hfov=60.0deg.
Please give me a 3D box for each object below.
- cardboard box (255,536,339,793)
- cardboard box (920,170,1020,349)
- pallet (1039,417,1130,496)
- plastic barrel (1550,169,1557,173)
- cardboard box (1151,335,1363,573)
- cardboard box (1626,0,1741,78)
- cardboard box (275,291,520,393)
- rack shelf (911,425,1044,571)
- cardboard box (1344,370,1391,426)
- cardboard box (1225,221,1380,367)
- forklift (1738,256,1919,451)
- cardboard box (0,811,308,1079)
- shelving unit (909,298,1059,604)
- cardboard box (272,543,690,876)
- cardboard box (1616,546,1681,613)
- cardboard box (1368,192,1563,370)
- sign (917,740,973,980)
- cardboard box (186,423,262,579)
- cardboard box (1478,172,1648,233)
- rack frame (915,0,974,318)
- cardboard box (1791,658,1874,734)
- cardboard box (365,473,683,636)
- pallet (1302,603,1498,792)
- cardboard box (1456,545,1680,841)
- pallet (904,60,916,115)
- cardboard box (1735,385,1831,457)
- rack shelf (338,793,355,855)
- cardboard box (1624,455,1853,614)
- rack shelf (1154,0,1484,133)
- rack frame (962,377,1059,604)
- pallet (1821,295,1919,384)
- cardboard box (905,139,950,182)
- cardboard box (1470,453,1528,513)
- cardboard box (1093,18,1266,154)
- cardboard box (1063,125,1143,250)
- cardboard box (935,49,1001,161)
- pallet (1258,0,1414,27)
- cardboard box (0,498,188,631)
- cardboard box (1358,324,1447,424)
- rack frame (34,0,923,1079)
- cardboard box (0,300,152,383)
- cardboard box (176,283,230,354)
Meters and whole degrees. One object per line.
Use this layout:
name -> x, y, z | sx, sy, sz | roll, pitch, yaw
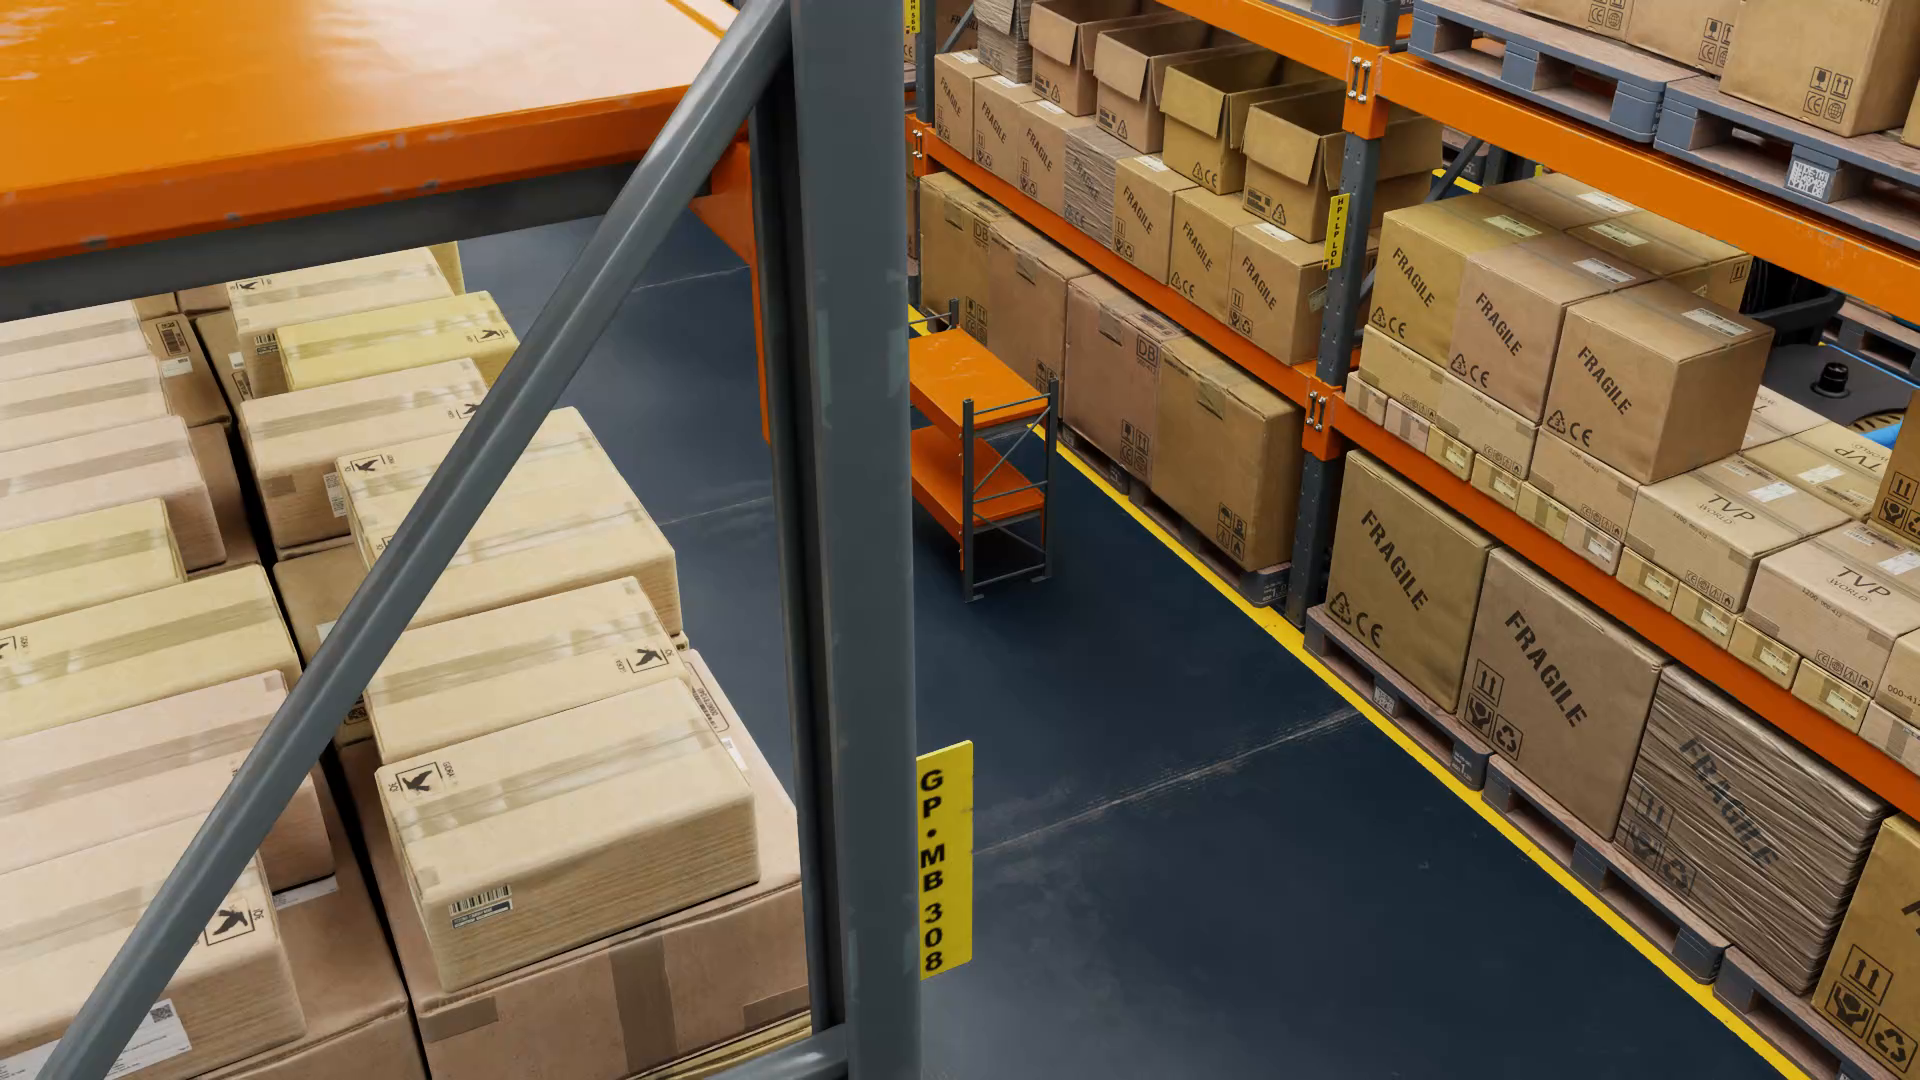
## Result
cardboard box -> -0.988, 0.154, 3.087 | 0.500, 0.250, 0.500 | -17, 36, -25
cardboard box -> 0.497, -1.837, 10.417 | 1.225, 0.875, 0.875 | -18, 37, -25
pallet -> 1.059, -0.739, 9.707 | 1.003, 0.211, 1.213 | -16, 36, -23
plastic barrel -> 4.818, -3.169, 12.538 | 0.600, 0.830, 0.708 | -16, 36, -23
cardboard box -> 1.742, -0.563, 8.428 | 1.225, 0.875, 0.875 | -16, 36, -23
cardboard box -> 2.723, -1.888, 5.562 | 0.700, 0.500, 0.500 | -14, 35, -21
cardboard box -> -0.991, -0.299, 2.961 | 0.380, 0.149, 0.250 | -15, 35, -22
rack shelf -> 0.003, -0.265, 8.573 | 0.538, 0.278, 1.000 | -16, 36, -23
cardboard box -> 1.902, -0.650, 7.217 | 0.380, 0.149, 0.250 | -16, 36, -23
cardboard box -> 1.599, -1.177, 7.714 | 0.500, 0.500, 0.500 | -16, 36, -23
forklift -> 3.607, -1.552, 8.456 | 1.130, 2.935, 3.031 | -14, 35, -21
cardboard box -> -0.927, 0.465, 1.769 | 0.380, 0.149, 0.250 | -16, 36, -24
shelving unit -> 0.003, -0.470, 8.442 | 0.538, 1.125, 1.048 | -16, 36, -23
cardboard box -> -0.731, 0.194, 2.562 | 0.500, 0.250, 0.500 | -16, 36, -24
cardboard box -> 2.630, 0.094, 6.056 | 0.380, 0.149, 0.250 | -17, 36, -24
cardboard box -> 2.056, -1.065, 6.800 | 0.500, 0.500, 0.500 | -16, 36, -23
sign -> -0.032, 0.360, 1.816 | 0.100, 0.325, 0.005 | -16, 36, -23
cardboard box -> -1.427, 0.073, 2.751 | 0.500, 0.250, 0.500 | -15, 36, -22
cardboard box -> 2.509, -1.206, 7.020 | 0.500, 0.500, 0.500 | -15, 36, -22
rack frame -> 0.193, -2.889, 10.479 | 1.000, 3.000, 0.127 | -16, 36, -23
cardboard box -> 2.989, 0.460, 5.484 | 0.380, 0.149, 0.250 | -17, 36, -24
cardboard box -> -0.626, 0.064, 2.395 | 0.380, 0.149, 0.250 | -16, 36, -23
pallet -> 2.344, 0.576, 7.655 | 1.003, 0.211, 1.213 | -16, 36, -23
cardboard box -> 2.715, 0.502, 6.766 | 0.875, 0.875, 0.875 | -16, 36, -23
pallet -> -0.233, -3.122, 11.020 | 1.213, 0.211, 1.003 | -16, 36, -23
cardboard box -> 2.978, -0.408, 6.469 | 0.500, 0.250, 0.500 | -15, 36, -22
rack shelf -> -1.444, 0.213, 3.523 | 1.077, 0.370, 4.000 | -16, 36, -23
cardboard box -> 2.743, -0.031, 5.881 | 0.500, 0.250, 0.500 | -16, 36, -23
rack shelf -> 1.126, -2.895, 8.374 | 1.077, 0.370, 4.000 | -16, 36, -23
rack frame -> 0.240, -0.228, 8.063 | 0.500, 1.125, 0.032 | -16, 36, -23
pallet -> 6.117, -1.431, 10.788 | 1.003, 0.211, 1.213 | -16, 36, -23
cardboard box -> -0.146, -2.650, 11.320 | 0.500, 0.250, 0.500 | -14, 35, -21
cardboard box -> 2.272, -0.274, 6.630 | 0.380, 0.149, 0.250 | -17, 36, -24
cardboard box -> 1.140, -2.371, 8.647 | 0.797, 0.503, 0.637 | -15, 35, -22
cardboard box -> 0.895, -1.903, 8.847 | 0.500, 0.500, 0.500 | -16, 36, -23
cardboard box -> 0.179, -2.631, 9.983 | 0.500, 0.500, 0.500 | -15, 35, -22
pallet -> 1.587, -2.588, 7.406 | 0.805, 0.209, 1.217 | -17, 37, -25
cardboard box -> -1.294, 0.101, 2.337 | 0.380, 0.149, 0.250 | -15, 36, -22
cardboard box -> 2.046, -0.752, 7.007 | 0.500, 0.250, 0.500 | -17, 36, -24
rack frame -> -0.509, -0.399, 1.031 | 0.949, 2.616, 0.053 | -16, 36, -23
cardboard box -> -1.624, -0.275, 2.924 | 0.380, 0.149, 0.250 | -17, 36, -24
cardboard box -> -1.457, -0.536, 3.702 | 0.500, 0.250, 0.500 | -14, 35, -21
